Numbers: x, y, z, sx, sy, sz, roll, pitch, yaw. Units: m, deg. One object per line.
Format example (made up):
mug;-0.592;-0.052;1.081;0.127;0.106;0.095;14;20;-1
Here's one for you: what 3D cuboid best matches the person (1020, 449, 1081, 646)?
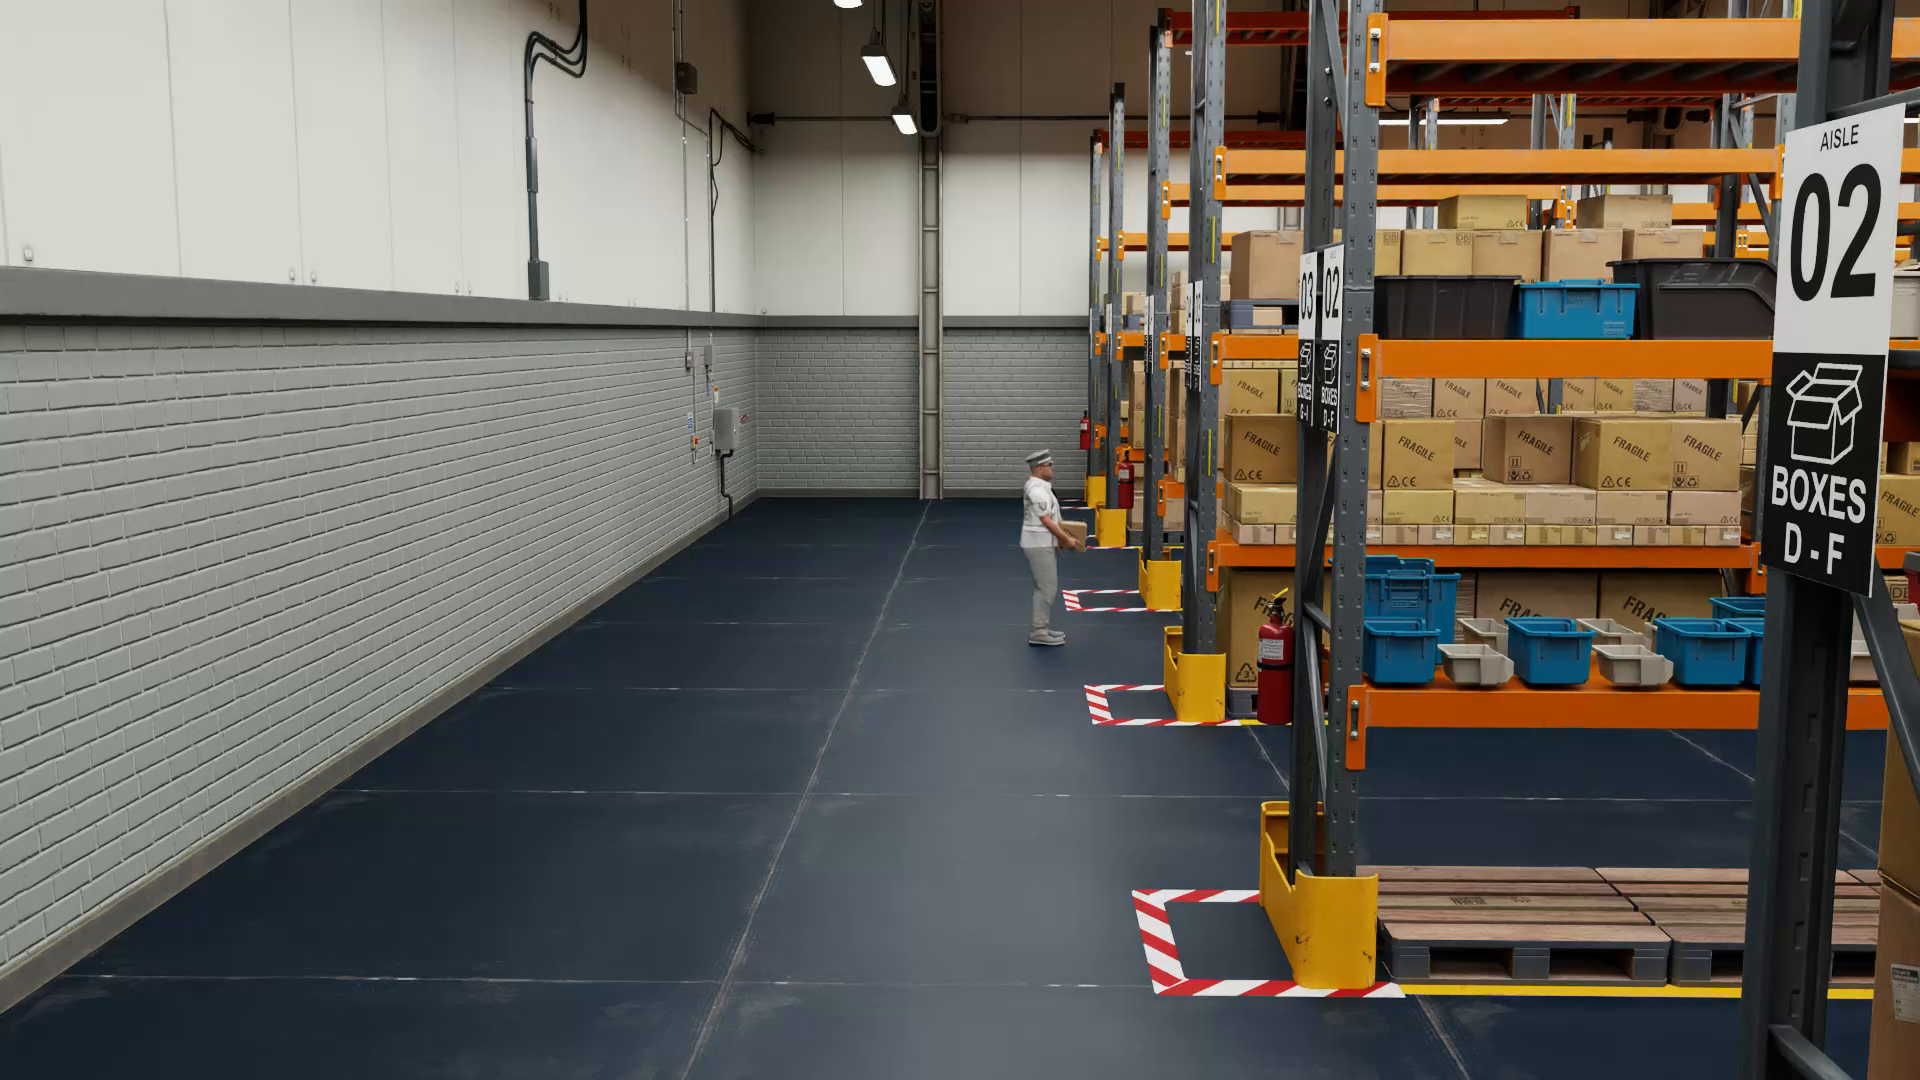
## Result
person;0.826;0.054;15.199;0.552;1.775;0.518;0;7;1
